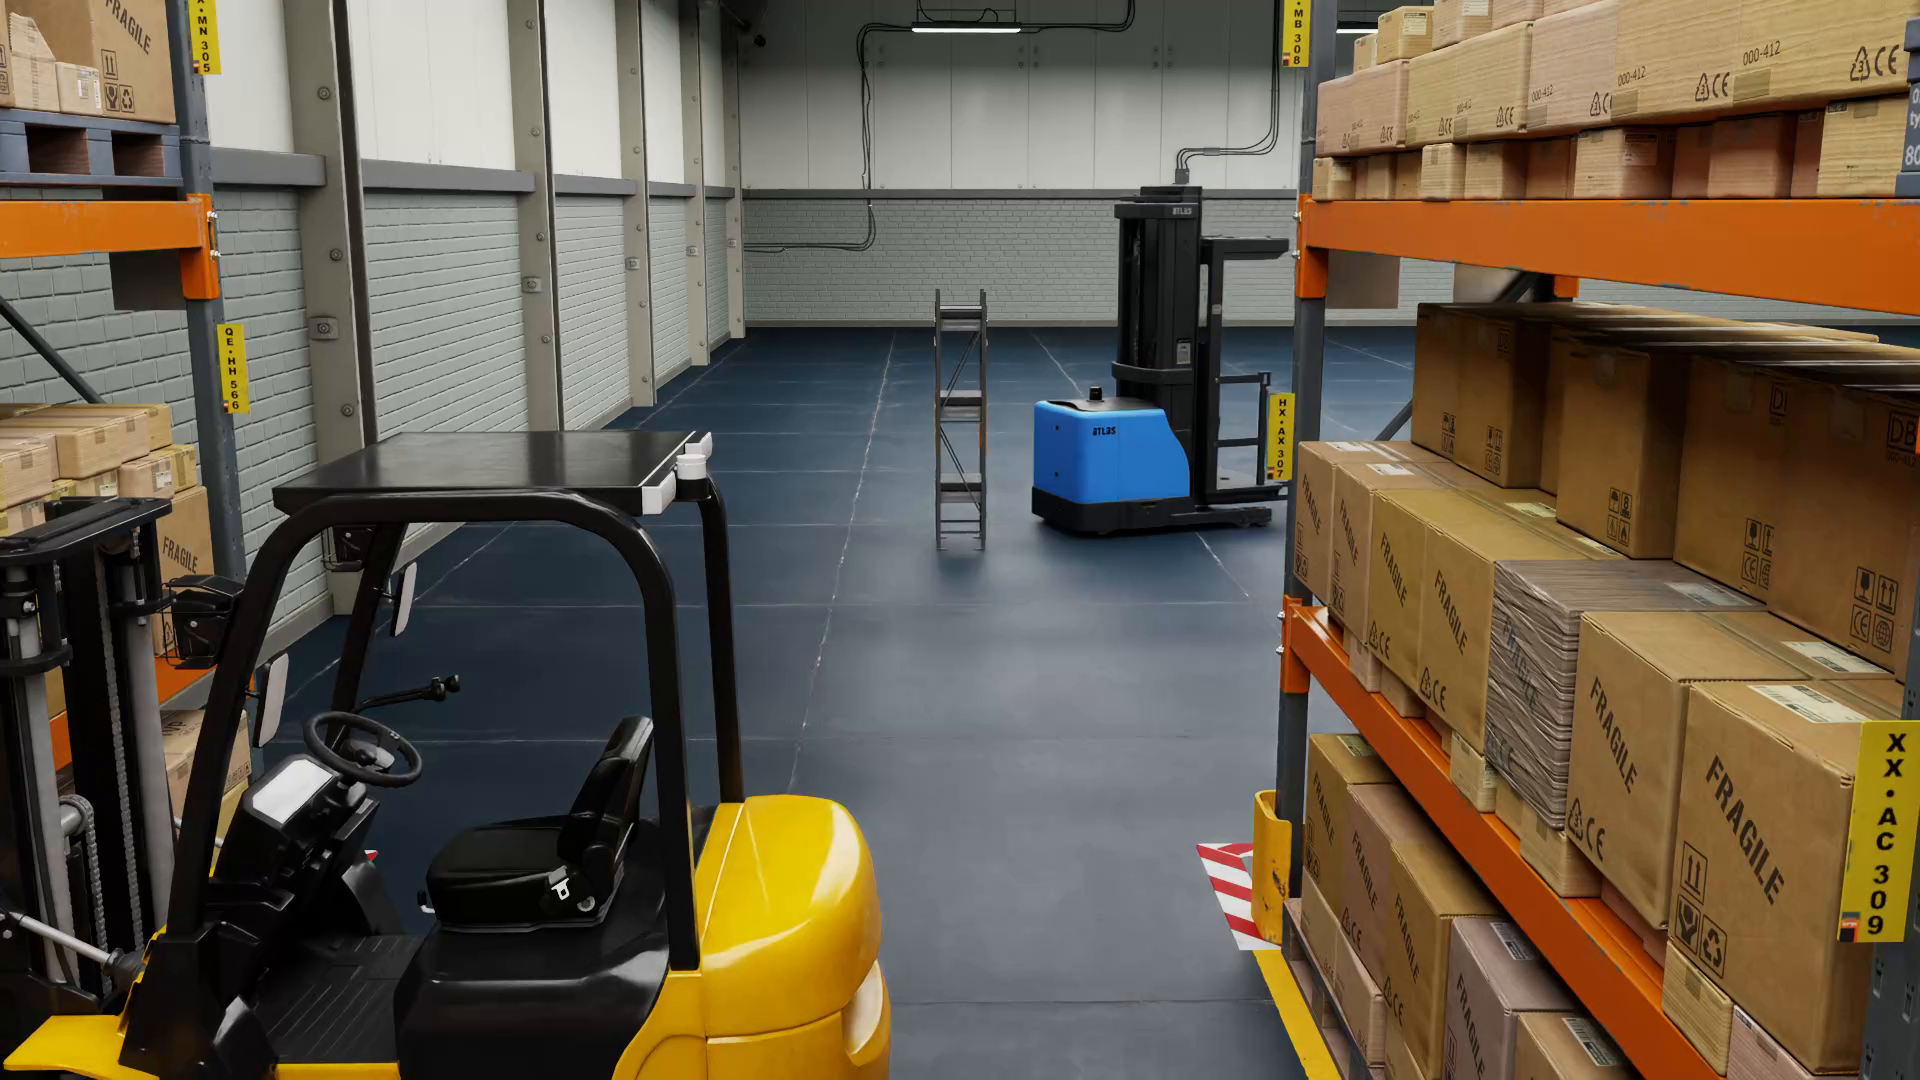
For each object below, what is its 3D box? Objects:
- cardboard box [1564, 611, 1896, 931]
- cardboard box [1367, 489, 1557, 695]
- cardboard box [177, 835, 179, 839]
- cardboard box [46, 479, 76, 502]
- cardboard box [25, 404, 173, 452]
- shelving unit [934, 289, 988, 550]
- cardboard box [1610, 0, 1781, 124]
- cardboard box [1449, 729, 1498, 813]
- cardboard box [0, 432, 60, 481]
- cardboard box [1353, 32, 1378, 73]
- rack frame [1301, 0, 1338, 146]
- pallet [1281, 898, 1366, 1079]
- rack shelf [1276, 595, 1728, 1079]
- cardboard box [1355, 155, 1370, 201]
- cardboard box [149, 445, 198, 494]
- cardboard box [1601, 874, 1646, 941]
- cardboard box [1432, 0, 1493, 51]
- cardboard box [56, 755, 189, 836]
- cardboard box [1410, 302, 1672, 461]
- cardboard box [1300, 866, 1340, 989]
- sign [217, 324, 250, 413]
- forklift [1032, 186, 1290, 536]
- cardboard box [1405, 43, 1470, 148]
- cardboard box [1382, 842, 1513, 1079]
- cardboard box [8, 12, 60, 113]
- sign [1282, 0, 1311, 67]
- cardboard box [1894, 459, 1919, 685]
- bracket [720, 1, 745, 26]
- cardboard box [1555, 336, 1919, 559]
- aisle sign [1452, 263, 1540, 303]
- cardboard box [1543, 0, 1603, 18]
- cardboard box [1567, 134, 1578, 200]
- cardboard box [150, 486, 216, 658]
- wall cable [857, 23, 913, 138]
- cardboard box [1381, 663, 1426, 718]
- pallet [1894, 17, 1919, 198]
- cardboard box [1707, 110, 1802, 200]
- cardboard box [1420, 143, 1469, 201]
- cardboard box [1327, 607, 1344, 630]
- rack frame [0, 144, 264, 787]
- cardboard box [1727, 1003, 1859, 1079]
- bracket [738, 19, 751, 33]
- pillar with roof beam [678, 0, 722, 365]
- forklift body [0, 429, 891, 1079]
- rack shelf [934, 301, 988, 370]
[{"bbox_3d":[1.559,0.445,3.322,0.500,0.500,0.500,0,11,1],"label":"cardboard box"},{"bbox_3d":[1.510,0.139,4.830,0.500,0.500,0.500,0,11,-2],"label":"cardboard box"},{"bbox_3d":[-2.889,1.147,5.461,0.500,0.250,0.500,0,11,-2],"label":"cardboard box"},{"bbox_3d":[-2.951,-0.092,5.085,0.380,0.149,0.250,0,11,-2],"label":"cardboard box"},{"bbox_3d":[-2.993,-0.387,5.791,0.380,0.149,0.250,0,11,-1],"label":"cardboard box"},{"bbox_3d":[0.003,-0.996,13.688,0.431,2.100,0.503,0,11,-1],"label":"shelving unit"},{"bbox_3d":[1.545,-0.900,3.036,0.500,0.250,0.500,0,11,-2],"label":"cardboard box"},{"bbox_3d":[1.482,0.586,4.258,0.380,0.149,0.250,0,11,-1],"label":"cardboard box"},{"bbox_3d":[-2.993,-0.236,5.049,0.380,0.149,0.250,0,11,-1],"label":"cardboard box"},{"bbox_3d":[1.555,-1.632,5.641,0.380,0.149,0.250,0,11,-2],"label":"cardboard box"},{"bbox_3d":[1.752,-2.906,5.749,1.000,3.000,0.127,0,11,-1],"label":"rack frame"},{"bbox_3d":[1.735,1.578,5.752,1.003,0.211,1.213,0,11,-1],"label":"pallet"},{"bbox_3d":[1.793,0.784,4.458,1.077,0.370,4.000,0,11,-1],"label":"rack shelf"},{"bbox_3d":[1.529,-1.194,5.485,0.380,0.149,0.250,-1,11,-3],"label":"cardboard box"},{"bbox_3d":[-2.924,-0.244,5.833,0.380,0.149,0.250,0,11,0],"label":"cardboard box"},{"bbox_3d":[1.592,0.739,3.506,0.380,0.149,0.250,0,11,-2],"label":"cardboard box"},{"bbox_3d":[1.475,-1.381,4.402,0.380,0.149,0.250,0,11,0],"label":"cardboard box"},{"bbox_3d":[-2.873,0.899,5.429,0.500,0.250,0.500,0,11,0],"label":"cardboard box"},{"bbox_3d":[1.981,-0.550,5.711,0.700,0.500,0.500,-1,11,-3],"label":"cardboard box"},{"bbox_3d":[1.492,1.338,5.781,0.500,0.250,0.500,0,11,-2],"label":"cardboard box"},{"bbox_3d":[-2.668,-0.628,6.100,0.100,0.325,0.005,0,11,-1],"label":"sign"},{"bbox_3d":[2.210,-1.638,14.759,3.031,2.935,1.130,-5,12,-21],"label":"forklift"},{"bbox_3d":[1.532,-1.204,4.535,0.500,0.250,0.500,0,11,1],"label":"cardboard box"},{"bbox_3d":[1.510,1.178,4.680,0.500,0.500,0.500,0,11,0],"label":"cardboard box"},{"bbox_3d":[-2.885,-1.390,4.851,0.396,0.266,0.258,0,11,-1],"label":"cardboard box"},{"bbox_3d":[1.209,-1.862,5.949,0.100,0.325,0.005,0,11,-1],"label":"sign"},{"bbox_3d":[2.042,0.056,2.723,0.700,0.500,0.500,0,11,-2],"label":"cardboard box"},{"bbox_3d":[-4.301,-9.877,31.058,0.076,0.066,4.783,0,11,-1],"label":"bracket"},{"bbox_3d":[1.968,-0.249,4.225,0.700,0.500,0.500,0,11,-2],"label":"cardboard box"},{"bbox_3d":[2.040,-1.253,6.154,0.394,0.787,0.004,0,11,-1],"label":"aisle sign"},{"bbox_3d":[1.515,-1.228,3.650,0.380,0.149,0.250,0,11,0],"label":"cardboard box"},{"bbox_3d":[1.595,-0.836,3.721,0.380,0.149,0.250,0,11,0],"label":"cardboard box"},{"bbox_3d":[-2.938,0.103,5.755,0.500,0.500,0.500,0,11,-2],"label":"cardboard box"},{"bbox_3d":[-0.752,-10.262,37.114,3.097,2.526,0.112,0,11,-1],"label":"wall cable"},{"bbox_3d":[1.494,0.431,5.023,0.380,0.149,0.250,0,11,0],"label":"cardboard box"},{"bbox_3d":[1.741,-0.425,1.540,1.213,0.211,1.003,0,11,-1],"label":"pallet"},{"bbox_3d":[1.576,-0.680,2.956,0.380,0.149,0.250,0,11,-1],"label":"cardboard box"},{"bbox_3d":[1.465,-0.989,4.475,0.380,0.149,0.250,0,11,-1],"label":"cardboard box"},{"bbox_3d":[1.552,0.226,6.034,0.380,0.149,0.250,0,11,-1],"label":"cardboard box"},{"bbox_3d":[-3.211,0.055,6.242,1.000,3.000,0.127,0,11,-1],"label":"rack frame"},{"bbox_3d":[1.523,0.890,2.760,0.380,0.149,0.250,0,11,-2],"label":"cardboard box"},{"bbox_3d":[-4.354,-10.389,33.582,0.235,0.232,0.430,0,11,-1],"label":"bracket"},{"bbox_3d":[-0.289,-7.531,28.548,9.100,9.000,0.548,0,11,-1],"label":"pillar with roof beam"},{"bbox_3d":[-1.348,0.841,4.505,2.313,2.155,1.214,0,11,-1],"label":"forklift body"},{"bbox_3d":[0.003,-1.669,13.552,0.431,0.518,0.480,0,11,-1],"label":"rack shelf"}]
